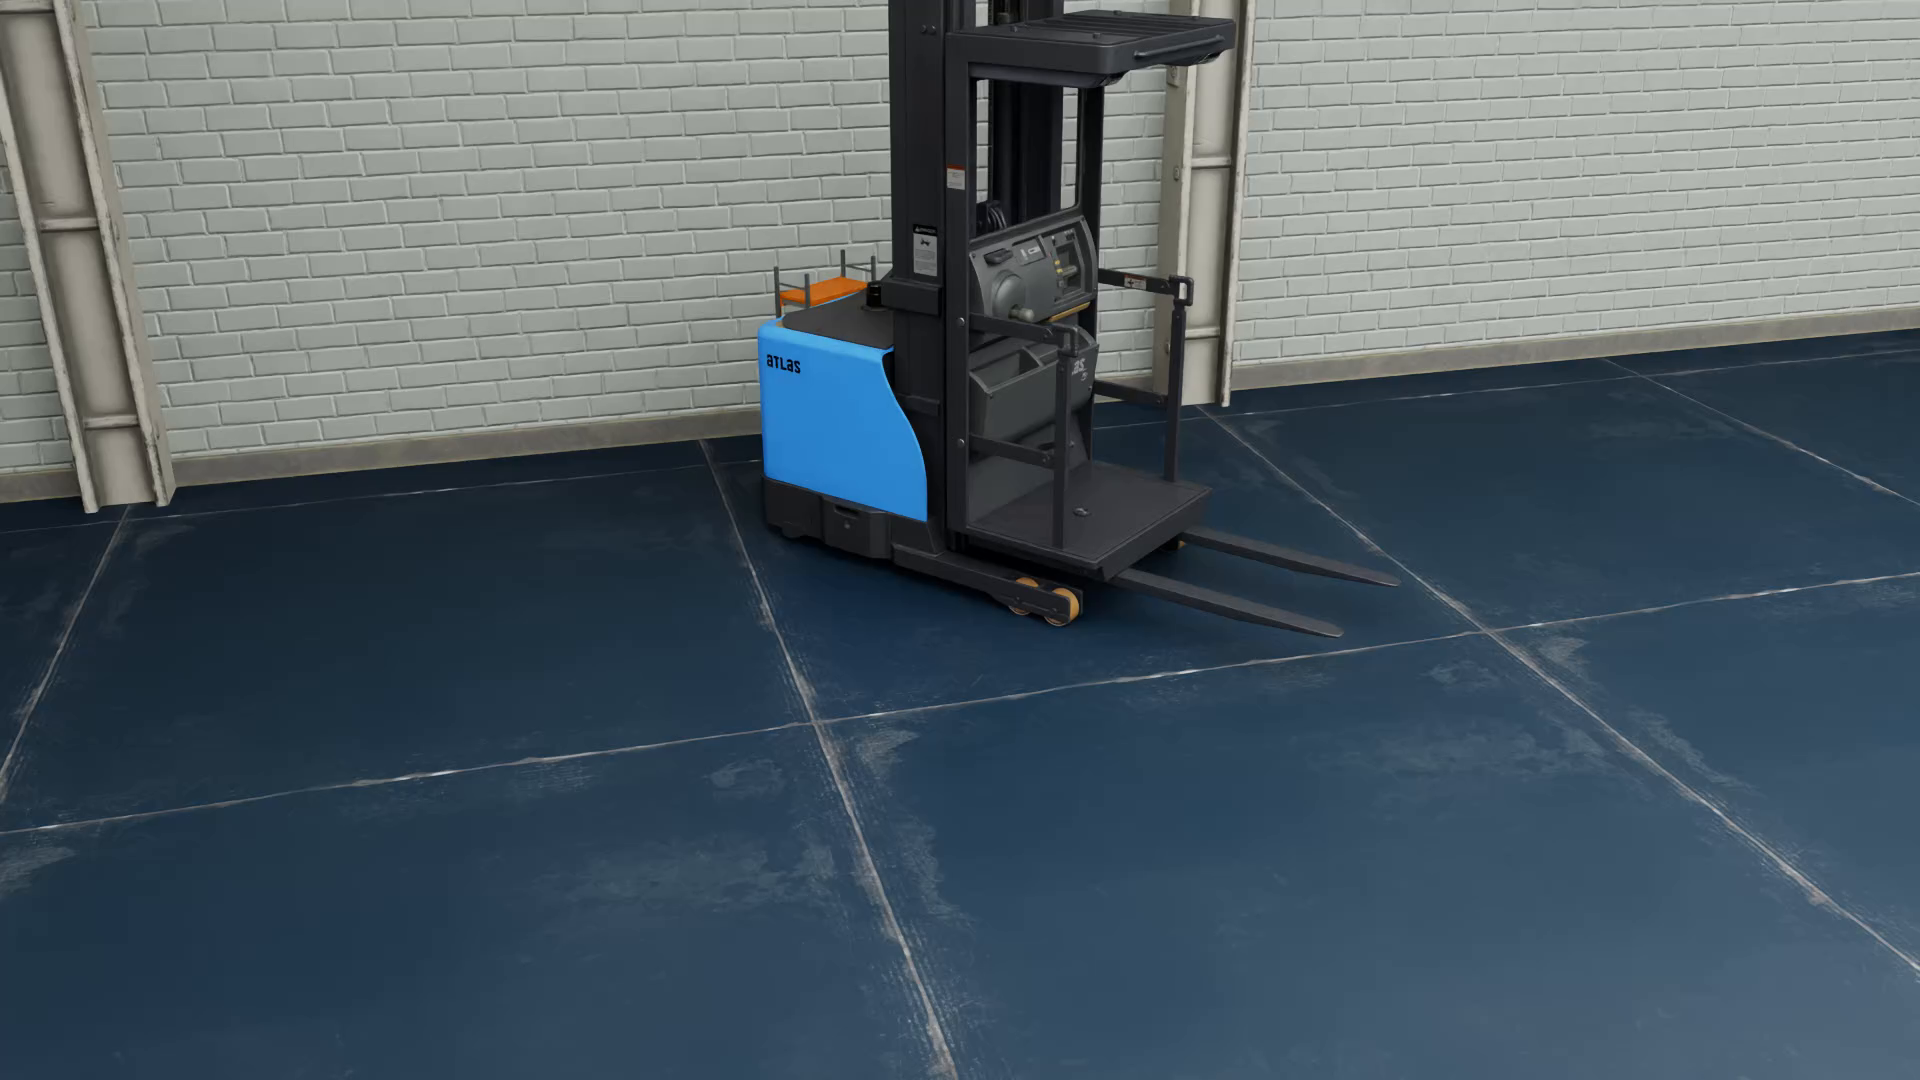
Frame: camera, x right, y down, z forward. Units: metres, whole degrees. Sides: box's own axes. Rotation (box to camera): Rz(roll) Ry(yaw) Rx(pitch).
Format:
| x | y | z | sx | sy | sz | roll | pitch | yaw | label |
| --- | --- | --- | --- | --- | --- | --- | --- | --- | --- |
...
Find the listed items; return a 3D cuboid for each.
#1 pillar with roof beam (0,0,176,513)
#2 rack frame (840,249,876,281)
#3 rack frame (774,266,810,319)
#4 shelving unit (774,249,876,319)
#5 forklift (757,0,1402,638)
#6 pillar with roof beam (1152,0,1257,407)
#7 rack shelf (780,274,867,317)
| x | y | z | sx | sy | sz | roll | pitch | yaw | label |
| --- | --- | --- | --- | --- | --- | --- | --- | --- | --- |
| -3.197 | -2.718 | 3.171 | 0.400 | 9.000 | 9.100 | -6 | 24 | -14 | pillar with roof beam |
| -0.535 | -0.954 | 8.951 | 0.240 | 1.200 | 0.015 | 18 | 29 | 36 | rack frame |
| -0.849 | -0.806 | 8.608 | 0.240 | 1.200 | 0.015 | 18 | 29 | 36 | rack frame |
| -0.692 | -0.880 | 8.780 | 0.258 | 1.200 | 0.503 | 18 | 29 | 36 | shelving unit |
| 0.507 | -1.203 | 7.336 | 3.031 | 2.935 | 1.130 | 16 | 28 | 32 | forklift |
| 2.580 | -3.357 | 4.661 | 0.400 | 9.000 | 9.100 | -6 | 24 | -14 | pillar with roof beam |
| -0.692 | -1.241 | 8.625 | 0.258 | 0.148 | 0.480 | 18 | 29 | 36 | rack shelf |
